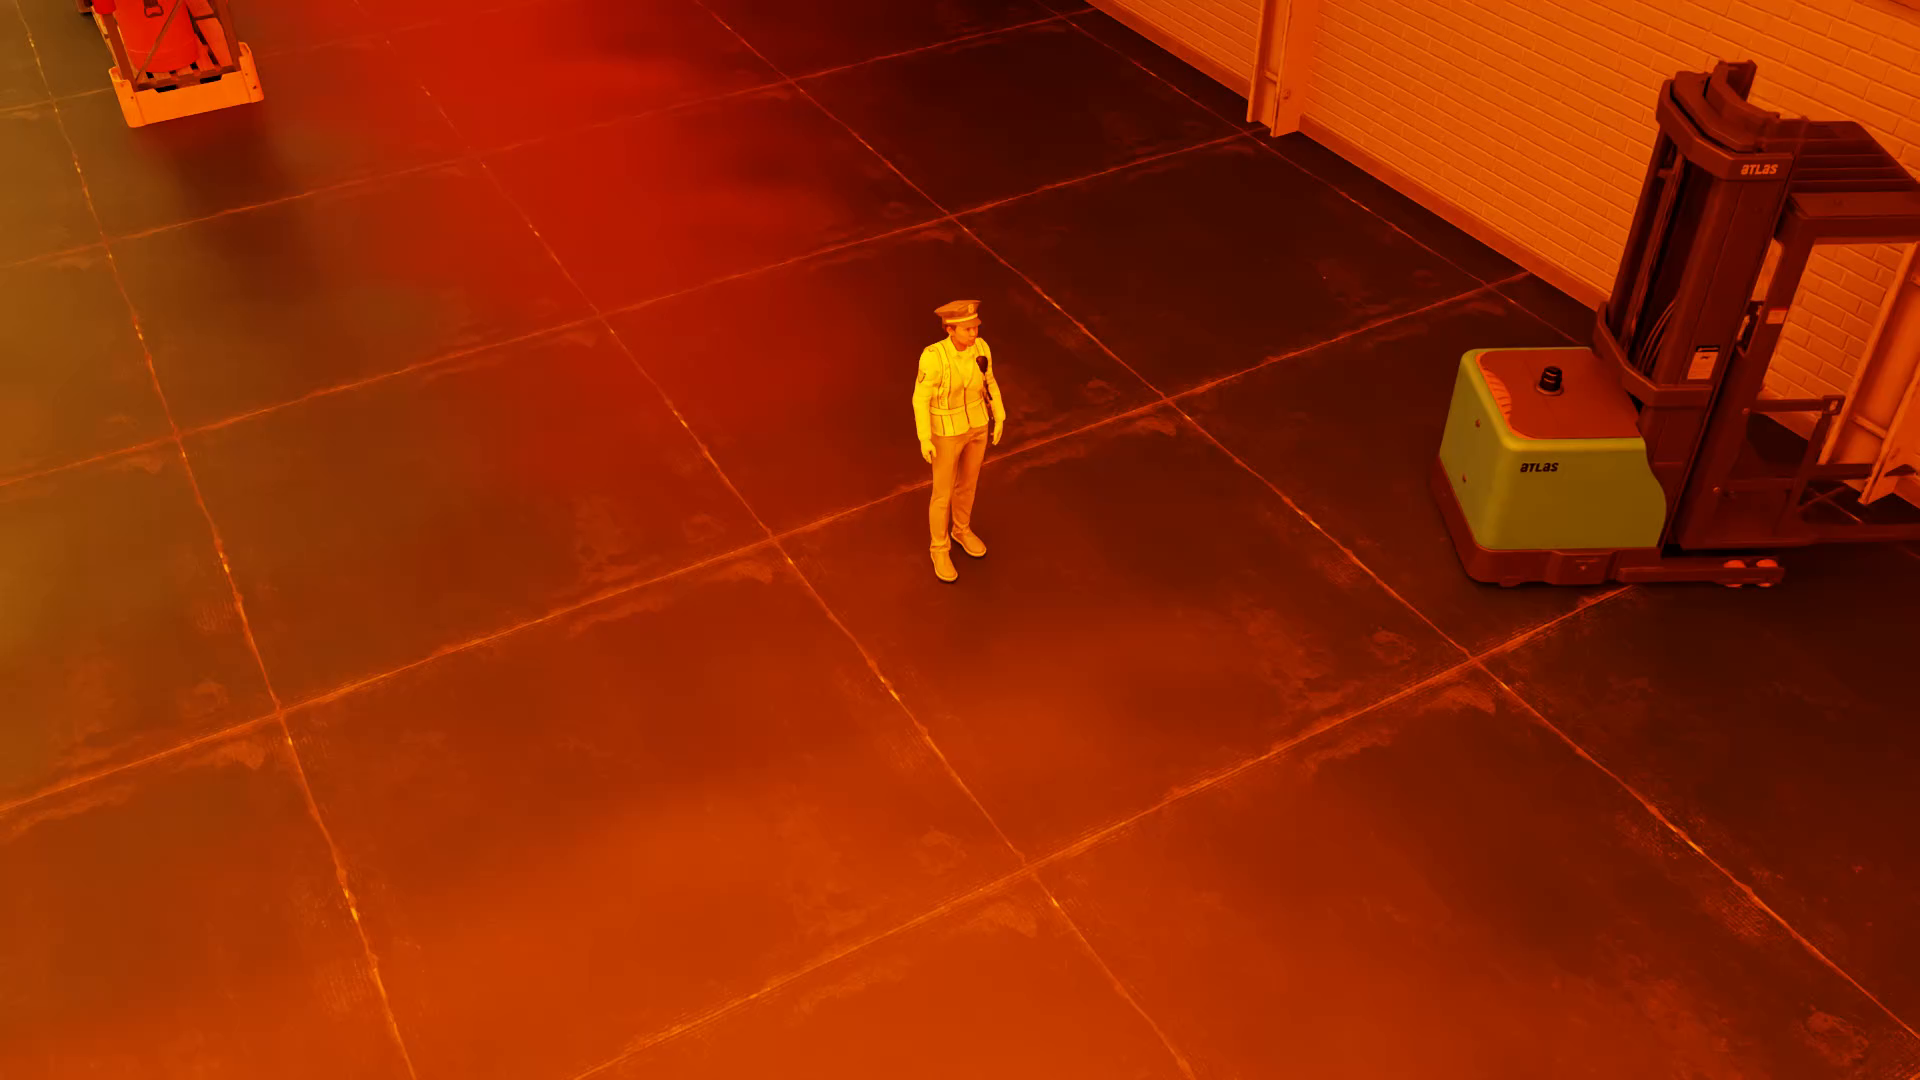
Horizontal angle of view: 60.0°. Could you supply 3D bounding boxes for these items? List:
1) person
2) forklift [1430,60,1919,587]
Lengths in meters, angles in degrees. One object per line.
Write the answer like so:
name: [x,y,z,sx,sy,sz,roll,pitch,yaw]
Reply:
person: [0.029,-0.618,9.738,0.587,1.695,0.531,-20,44,-23]
forklift: [4.537,-1.183,9.463,3.031,2.935,1.130,-1,40,-1]
